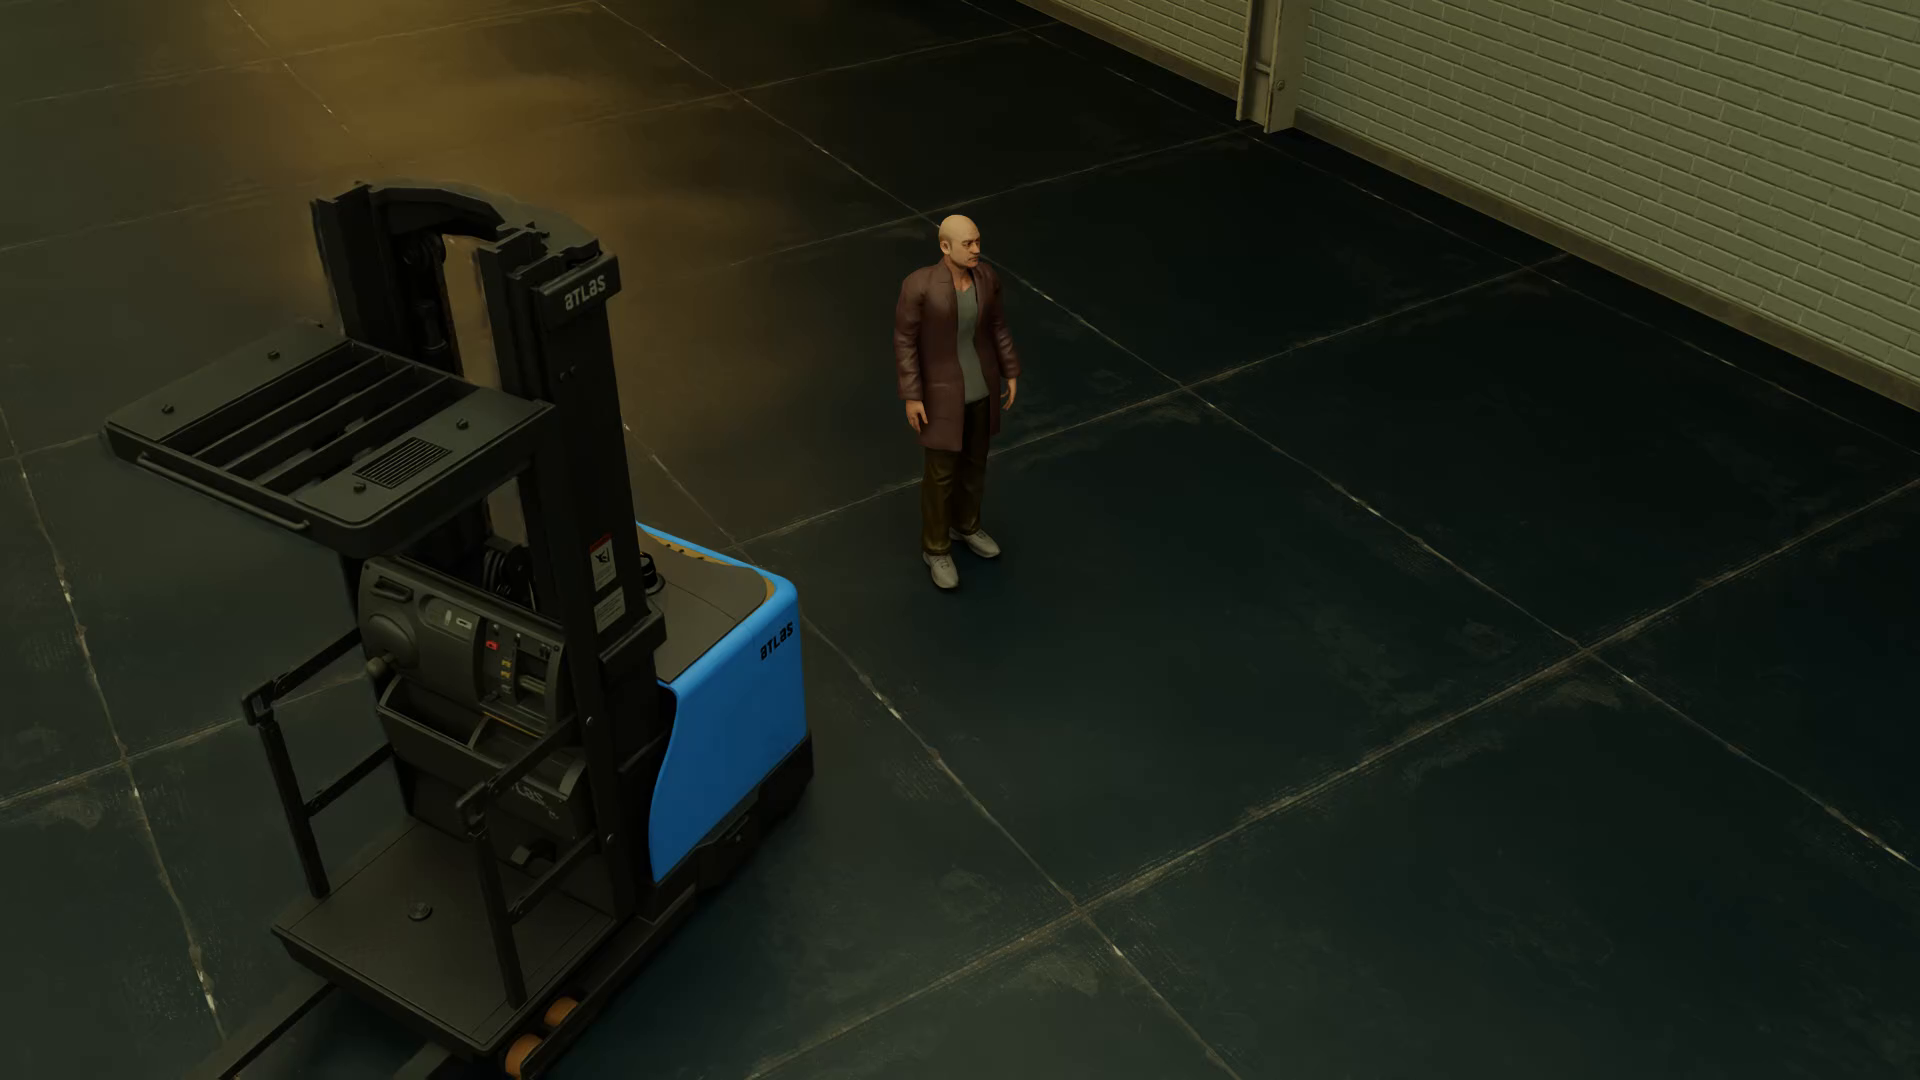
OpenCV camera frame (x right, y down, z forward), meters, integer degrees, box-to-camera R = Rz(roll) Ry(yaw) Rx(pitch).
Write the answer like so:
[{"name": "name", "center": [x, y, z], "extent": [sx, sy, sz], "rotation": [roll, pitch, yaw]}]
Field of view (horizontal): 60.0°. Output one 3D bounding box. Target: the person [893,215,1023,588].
[{"name": "person", "center": [0.047, -0.688, 8.117], "extent": [0.698, 1.778, 0.579], "rotation": [-21, 40, -27]}]

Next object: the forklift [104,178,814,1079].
[{"name": "forklift", "center": [-1.821, 0.428, 5.539], "extent": [1.130, 2.935, 3.031], "rotation": [19, 39, 25]}]
